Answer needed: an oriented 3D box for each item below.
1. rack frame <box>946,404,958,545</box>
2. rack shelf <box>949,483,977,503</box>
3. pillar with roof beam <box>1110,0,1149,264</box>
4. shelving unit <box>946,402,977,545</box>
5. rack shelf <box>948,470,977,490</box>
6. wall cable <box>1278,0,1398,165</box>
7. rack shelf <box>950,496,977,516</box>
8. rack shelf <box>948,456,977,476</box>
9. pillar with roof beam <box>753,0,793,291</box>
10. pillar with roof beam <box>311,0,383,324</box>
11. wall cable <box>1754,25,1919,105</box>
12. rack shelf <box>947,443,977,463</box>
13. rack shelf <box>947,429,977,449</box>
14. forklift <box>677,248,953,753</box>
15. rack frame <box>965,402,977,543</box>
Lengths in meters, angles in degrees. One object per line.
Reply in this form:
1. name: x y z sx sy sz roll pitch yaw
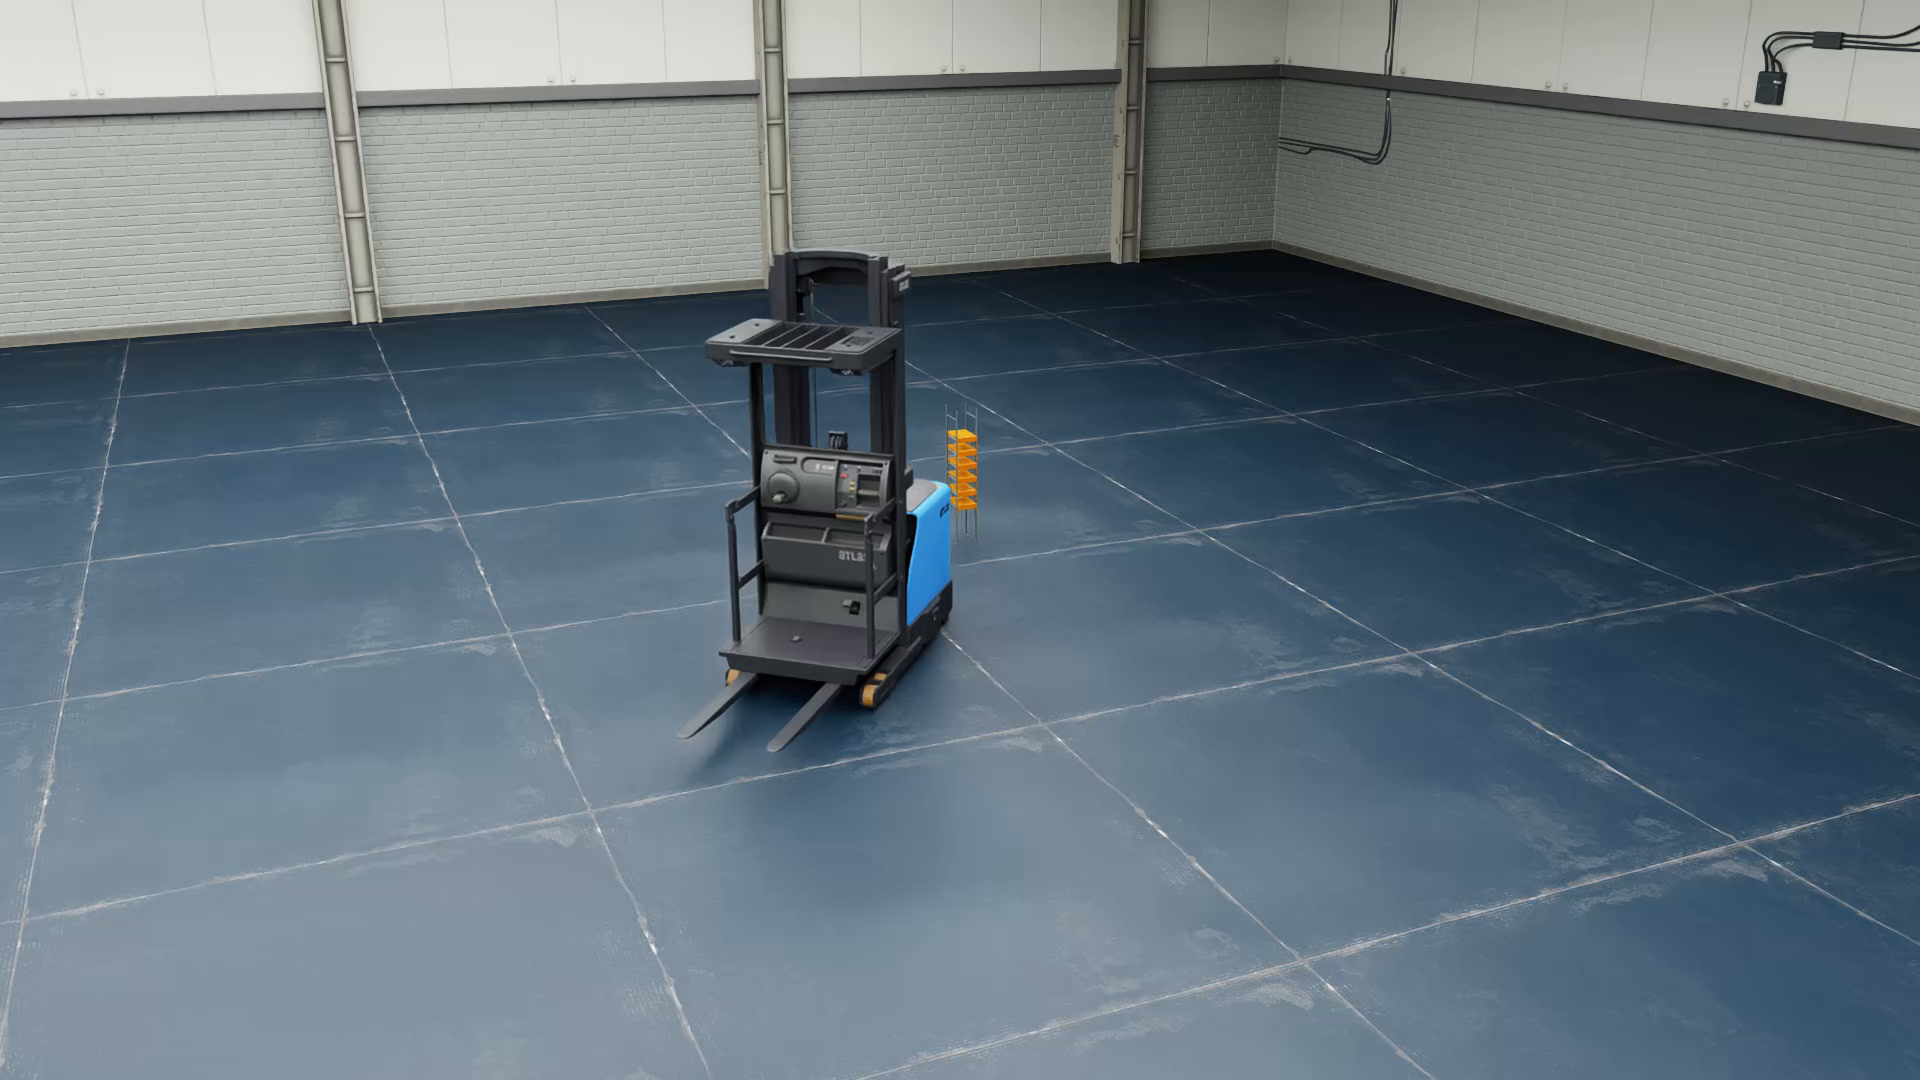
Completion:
1. rack frame: -0.071 -0.556 14.294 0.006 1.200 0.240 -8 21 -22
2. rack shelf: 0.013 -0.413 14.383 0.180 0.103 0.258 -8 21 -22
3. pillar with roof beam: 4.449 -7.563 22.453 0.400 9.000 9.100 -8 21 -22
4. shelving unit: 0.013 -0.568 14.328 0.189 1.200 0.258 -8 21 -22
5. rack shelf: 0.013 -0.526 14.343 0.180 0.103 0.258 -8 21 -22
6. wall cable: 5.973 -7.396 26.653 0.112 2.526 3.097 -8 21 -22
7. rack shelf: 0.013 -0.300 14.423 0.180 0.103 0.258 -8 21 -22
8. rack shelf: 0.013 -0.639 14.303 0.180 0.103 0.258 -8 21 -22
9. pillar with roof beam: -1.060 -6.774 20.212 0.400 9.000 9.100 -8 21 -22
10. pillar with roof beam: -6.569 -5.985 17.970 0.400 9.000 9.100 -8 21 -22
11. wall cable: 9.719 -7.568 17.344 0.169 6.003 2.305 -8 21 -22
12. rack shelf: 0.013 -0.752 14.263 0.180 0.103 0.258 -8 21 -22
13. rack shelf: 0.013 -0.866 14.223 0.180 0.103 0.258 -8 21 -22
14. forklift: -0.989 -0.387 11.209 1.130 2.935 3.031 6 20 17
15. rack frame: 0.097 -0.580 14.362 0.006 1.200 0.240 -8 21 -22
